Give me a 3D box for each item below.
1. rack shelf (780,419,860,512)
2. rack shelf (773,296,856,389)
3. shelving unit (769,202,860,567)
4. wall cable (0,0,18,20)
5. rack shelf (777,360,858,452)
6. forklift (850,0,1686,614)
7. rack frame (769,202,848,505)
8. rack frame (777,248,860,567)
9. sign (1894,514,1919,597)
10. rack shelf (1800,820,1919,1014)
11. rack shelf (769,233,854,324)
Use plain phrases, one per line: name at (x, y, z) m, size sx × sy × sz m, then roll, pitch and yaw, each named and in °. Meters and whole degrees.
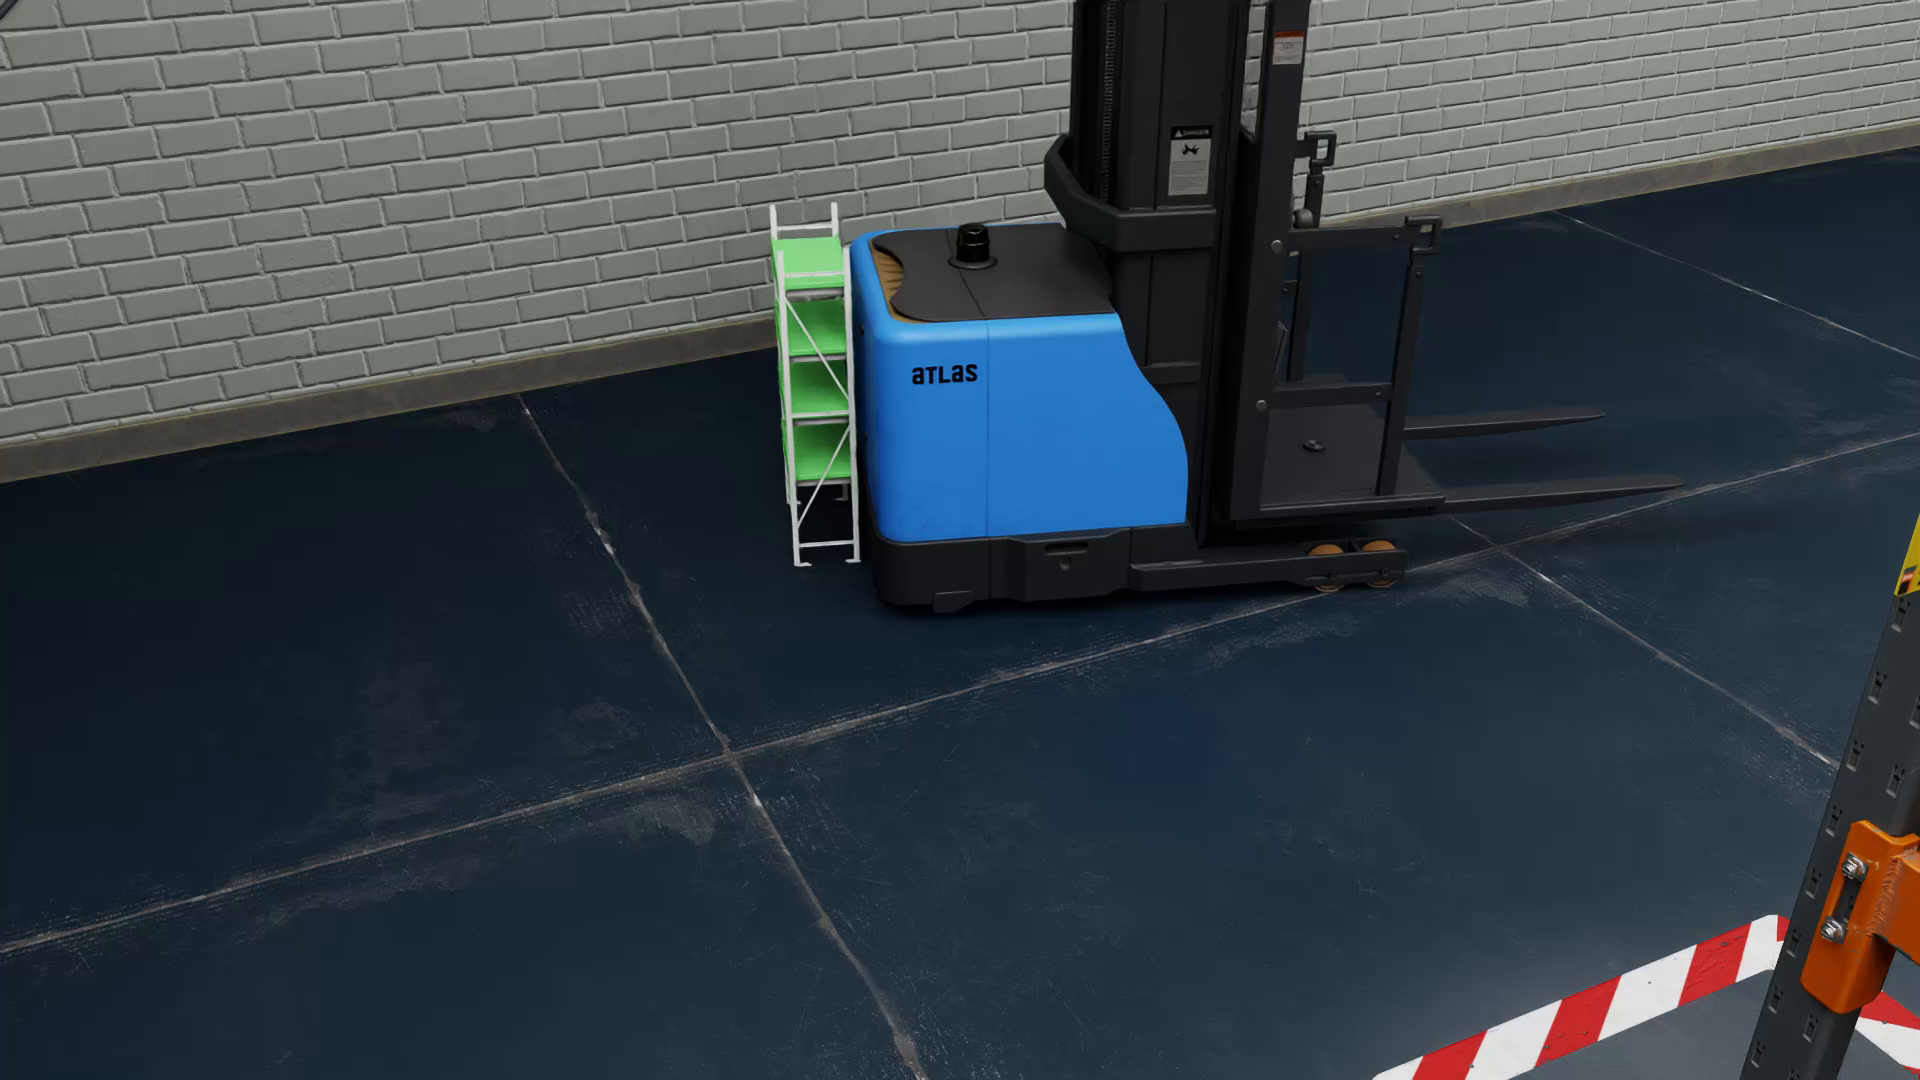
rack shelf at (-0.523, -0.290, 6.162) m, size 0.258 × 0.148 × 0.480 m, roll -4°, pitch 30°, yaw -7°
rack shelf at (-0.523, -0.709, 5.927) m, size 0.258 × 0.148 × 0.480 m, roll -4°, pitch 30°, yaw -7°
shelving unit at (-0.523, -0.555, 6.013) m, size 0.258 × 1.200 × 0.503 m, roll -4°, pitch 30°, yaw -7°
wall cable at (-4.648, -2.599, 4.858) m, size 3.097 × 2.526 × 0.112 m, roll -13°, pitch 32°, yaw -22°
rack shelf at (-0.523, -0.499, 6.044) m, size 0.258 × 0.148 × 0.480 m, roll -4°, pitch 30°, yaw -7°
forklift at (1.148, -1.345, 5.653) m, size 3.031 × 2.935 × 1.130 m, roll -4°, pitch 30°, yaw -7°
rack frame at (-0.559, -0.673, 6.224) m, size 0.240 × 1.200 × 0.015 m, roll -4°, pitch 30°, yaw -7°
rack frame at (-0.487, -0.437, 5.803) m, size 0.240 × 1.200 × 0.015 m, roll -4°, pitch 30°, yaw -7°
sign at (1.439, -0.068, 2.420) m, size 0.100 × 0.325 × 0.005 m, roll -13°, pitch 32°, yaw -22°
rack shelf at (2.788, 1.393, 1.435) m, size 1.077 × 0.370 × 4.000 m, roll -13°, pitch 32°, yaw -22°
rack shelf at (-0.523, -0.918, 5.810) m, size 0.258 × 0.148 × 0.480 m, roll -4°, pitch 30°, yaw -7°
